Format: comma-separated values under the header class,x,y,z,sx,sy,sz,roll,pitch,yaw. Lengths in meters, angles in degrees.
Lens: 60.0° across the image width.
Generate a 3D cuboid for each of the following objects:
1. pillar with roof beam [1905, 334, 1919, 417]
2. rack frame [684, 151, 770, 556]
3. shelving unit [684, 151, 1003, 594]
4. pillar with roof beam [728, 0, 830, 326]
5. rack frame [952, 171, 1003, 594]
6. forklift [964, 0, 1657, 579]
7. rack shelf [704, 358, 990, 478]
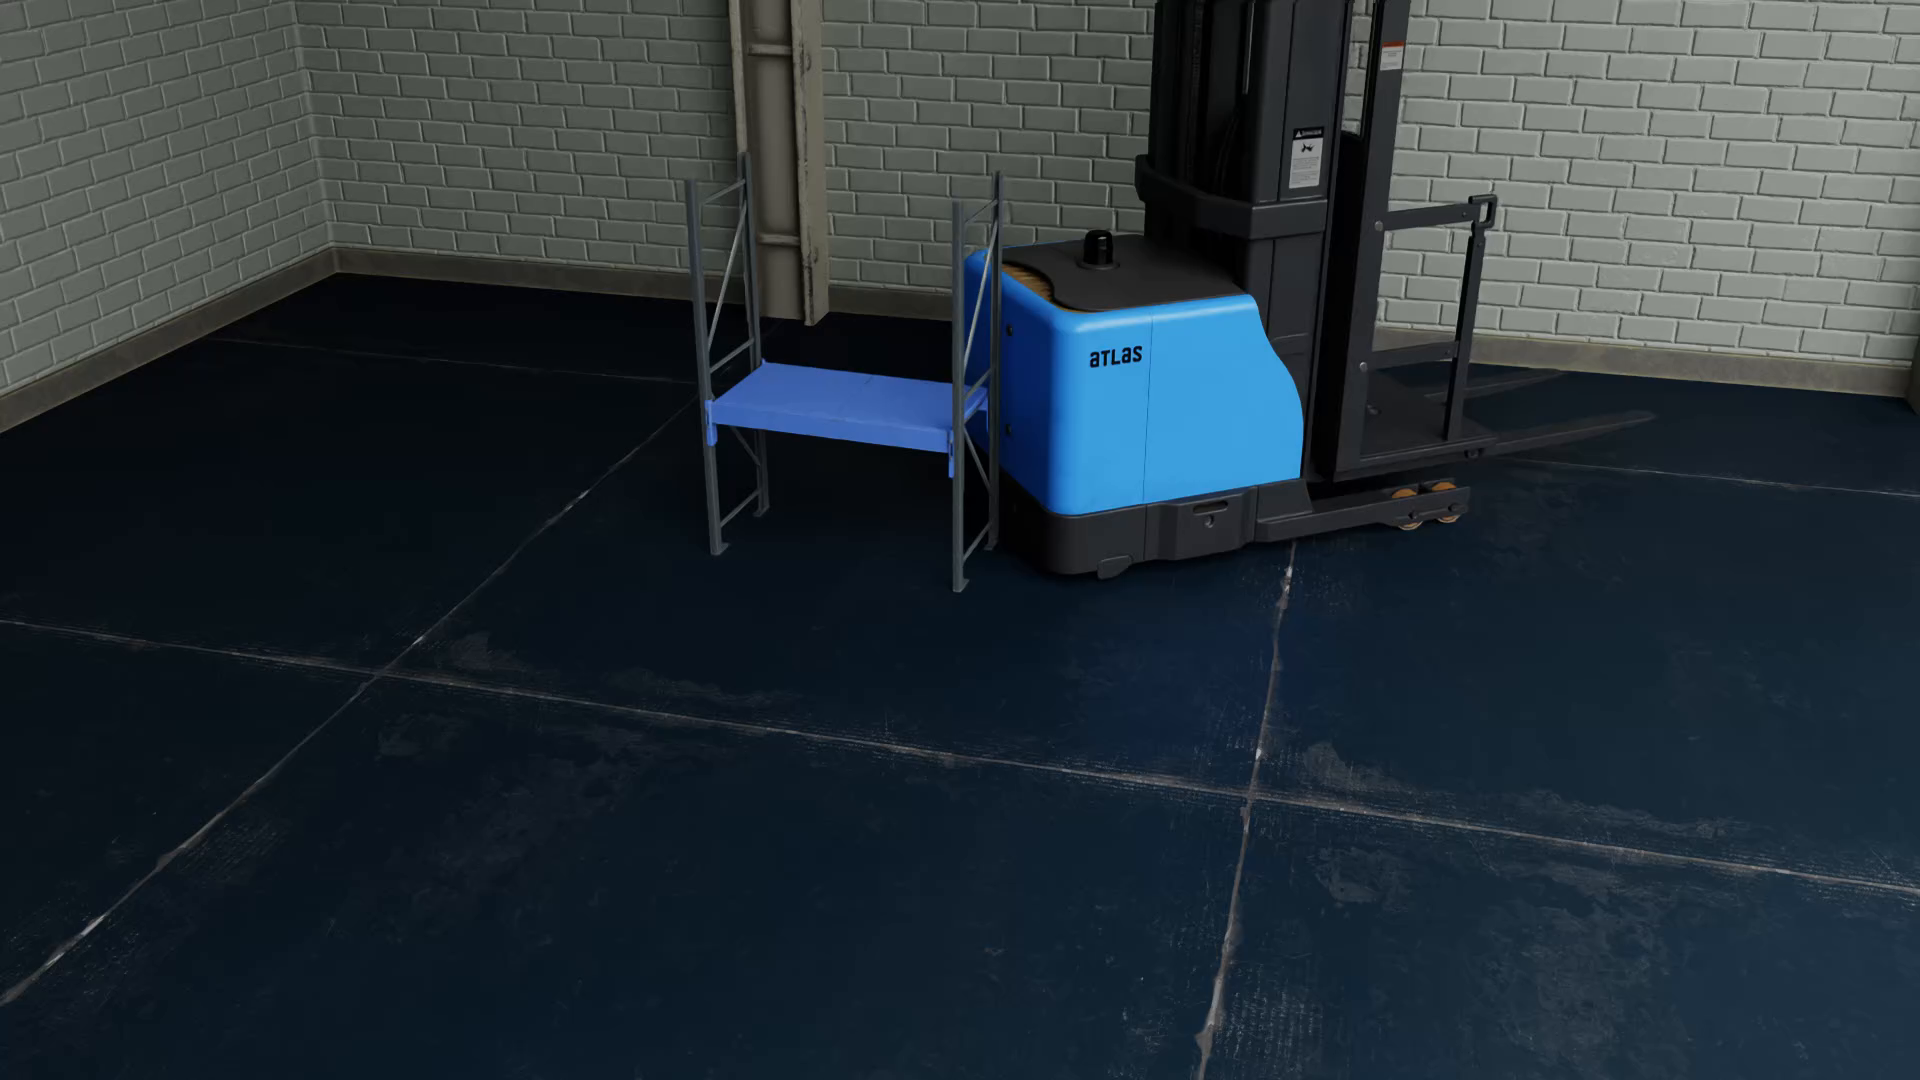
class,x,y,z,sx,sy,sz,roll,pitch,yaw
pillar with roof beam,3.768,-2.905,2.382,0.400,9.000,9.100,6,26,13
rack frame,-0.899,-0.716,6.508,0.032,1.500,0.500,8,27,17
shelving unit,-0.417,-0.646,6.363,1.048,1.500,0.538,8,27,17
pillar with roof beam,-2.043,-3.547,3.732,0.400,9.000,9.100,6,26,13
rack frame,0.065,-0.577,6.217,0.032,1.500,0.500,8,27,17
forklift,1.568,-1.563,6.624,3.031,2.935,1.130,-10,27,-20
rack shelf,-0.417,-0.484,6.440,1.000,0.185,0.538,8,27,17
